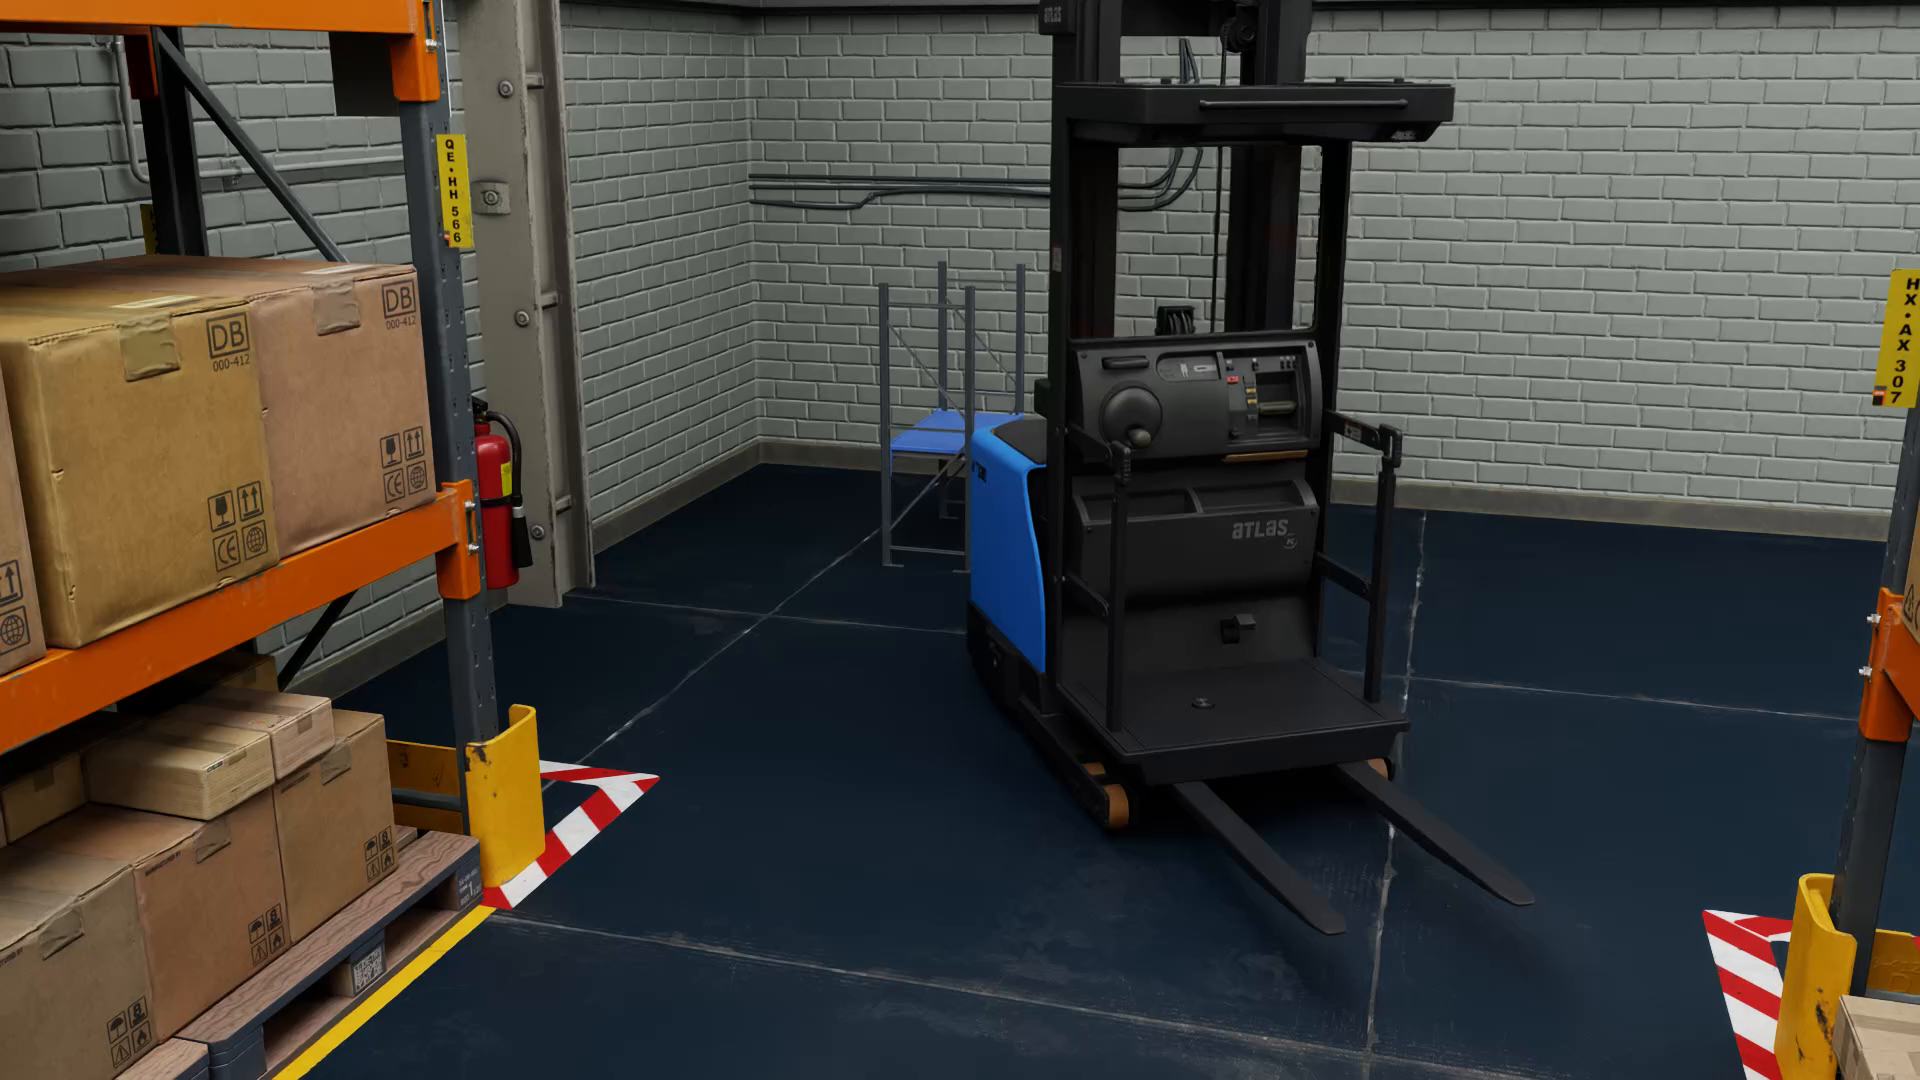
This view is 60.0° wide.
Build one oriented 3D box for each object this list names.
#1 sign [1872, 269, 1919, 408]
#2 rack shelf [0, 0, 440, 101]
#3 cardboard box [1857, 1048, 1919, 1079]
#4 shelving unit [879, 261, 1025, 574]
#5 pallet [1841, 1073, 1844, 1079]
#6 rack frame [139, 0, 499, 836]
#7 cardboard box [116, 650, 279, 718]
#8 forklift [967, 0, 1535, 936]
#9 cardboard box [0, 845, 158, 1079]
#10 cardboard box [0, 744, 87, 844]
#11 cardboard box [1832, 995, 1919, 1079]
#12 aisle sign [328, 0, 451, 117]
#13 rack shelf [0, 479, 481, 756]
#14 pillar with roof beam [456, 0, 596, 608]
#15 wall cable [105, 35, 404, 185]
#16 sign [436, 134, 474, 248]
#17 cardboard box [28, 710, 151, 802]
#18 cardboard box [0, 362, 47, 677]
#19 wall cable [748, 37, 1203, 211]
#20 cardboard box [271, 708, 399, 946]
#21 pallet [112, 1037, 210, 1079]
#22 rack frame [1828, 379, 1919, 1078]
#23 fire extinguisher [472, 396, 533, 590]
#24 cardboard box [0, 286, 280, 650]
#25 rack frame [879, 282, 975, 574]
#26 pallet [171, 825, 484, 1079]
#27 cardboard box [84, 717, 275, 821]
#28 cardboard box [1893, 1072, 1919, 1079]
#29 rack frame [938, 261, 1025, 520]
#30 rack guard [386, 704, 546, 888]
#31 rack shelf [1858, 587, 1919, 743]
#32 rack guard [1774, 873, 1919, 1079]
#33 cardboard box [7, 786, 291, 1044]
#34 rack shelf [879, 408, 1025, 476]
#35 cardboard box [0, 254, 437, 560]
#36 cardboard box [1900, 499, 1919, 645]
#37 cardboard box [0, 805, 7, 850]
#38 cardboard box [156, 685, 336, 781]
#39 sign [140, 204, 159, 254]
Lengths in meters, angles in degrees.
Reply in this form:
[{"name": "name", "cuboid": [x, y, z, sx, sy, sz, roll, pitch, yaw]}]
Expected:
[{"name": "sign", "cuboid": [2.227, -0.474, 3.917, 0.100, 0.325, 0.005, 5, 16, 16]}, {"name": "rack shelf", "cuboid": [-2.572, -0.972, 3.082, 1.077, 0.370, 4.000, 5, 16, 16]}, {"name": "cardboard box", "cuboid": [2.228, 1.284, 3.691, 0.380, 0.166, 0.250, 5, 16, 16]}, {"name": "shelving unit", "cuboid": [-0.024, -0.699, 9.046, 0.538, 1.500, 1.048, 5, 16, 16]}, {"name": "pallet", "cuboid": [2.500, 1.555, 3.462, 1.003, 0.211, 1.213, 5, 16, 16]}, {"name": "rack frame", "cuboid": [-2.003, -0.399, 5.238, 1.000, 3.000, 0.127, 5, 16, 16]}, {"name": "cardboard box", "cuboid": [-2.262, 0.432, 4.930, 0.380, 0.149, 0.250, 5, 17, 16]}, {"name": "forklift", "cuboid": [0.928, -0.518, 5.785, 1.130, 2.935, 3.031, -4, 16, -15]}, {"name": "cardboard box", "cuboid": [-2.391, 1.055, 3.923, 0.700, 0.500, 0.500, 4, 16, 14]}, {"name": "cardboard box", "cuboid": [-2.477, 0.631, 4.232, 0.380, 0.149, 0.250, 5, 17, 16]}, {"name": "cardboard box", "cuboid": [2.299, 1.227, 3.924, 0.380, 0.149, 0.250, 5, 16, 16]}, {"name": "aisle sign", "cuboid": [-1.695, -1.645, 4.867, 0.394, 0.787, 0.004, 5, 16, 16]}, {"name": "rack shelf", "cuboid": [-2.572, 0.471, 3.491, 1.077, 0.370, 4.000, 5, 16, 16]}, {"name": "pillar with roof beam", "cuboid": [2.062, -3.724, 5.969, 9.100, 9.000, 0.400, 5, 16, 16]}, {"name": "wall cable", "cuboid": [-2.546, -1.296, 6.539, 0.084, 1.984, 1.851, 5, 16, 16]}, {"name": "sign", "cuboid": [-1.487, -1.024, 4.886, 0.100, 0.325, 0.005, 5, 16, 16]}, {"name": "cardboard box", "cuboid": [-2.406, 0.565, 4.463, 0.380, 0.149, 0.250, 5, 16, 16]}, {"name": "cardboard box", "cuboid": [-2.560, -0.019, 3.349, 0.980, 0.700, 0.700, 4, 16, 13]}, {"name": "wall cable", "cuboid": [-0.053, -3.243, 9.962, 3.097, 2.526, 0.112, 5, 16, 16]}, {"name": "cardboard box", "cuboid": [-2.106, 0.793, 4.849, 0.700, 0.500, 0.500, 5, 16, 16]}, {"name": "pallet", "cuboid": [-2.504, 1.476, 3.738, 1.003, 0.211, 1.213, 5, 16, 16]}, {"name": "rack frame", "cuboid": [2.747, -0.015, 3.887, 1.000, 3.000, 0.127, 5, 16, 16]}, {"name": "fire extinguisher", "cuboid": [-1.518, -0.186, 5.312, 0.296, 0.674, 0.183, 5, 16, 16]}, {"name": "cardboard box", "cuboid": [-2.335, -0.218, 4.050, 0.980, 0.700, 0.700, 4, 16, 15]}, {"name": "rack frame", "cuboid": [-0.169, -0.566, 8.577, 0.500, 1.500, 0.032, 5, 16, 16]}, {"name": "pallet", "cuboid": [-2.155, 1.158, 4.859, 1.003, 0.211, 1.213, 5, 16, 16]}, {"name": "cardboard box", "cuboid": [-2.040, 0.595, 4.356, 0.380, 0.149, 0.250, 5, 17, 17]}, {"name": "cardboard box", "cuboid": [2.179, 1.347, 3.317, 0.500, 0.250, 0.500, 5, 16, 16]}, {"name": "rack frame", "cuboid": [0.120, -0.832, 9.515, 0.500, 1.500, 0.032, 5, 16, 16]}, {"name": "rack guard", "cuboid": [-1.996, 0.798, 5.601, 1.175, 0.500, 0.348, 5, 16, 16]}, {"name": "rack shelf", "cuboid": [2.179, 0.854, 2.140, 1.077, 0.370, 4.000, 5, 16, 16]}, {"name": "rack guard", "cuboid": [2.726, 1.207, 4.158, 1.175, 0.500, 0.348, 5, 16, 16]}, {"name": "cardboard box", "cuboid": [-2.248, 0.924, 4.387, 0.700, 0.500, 0.500, 5, 16, 16]}, {"name": "rack shelf", "cuboid": [-0.024, -0.526, 9.095, 0.538, 0.185, 1.000, 5, 16, 16]}, {"name": "cardboard box", "cuboid": [-2.139, -0.409, 4.724, 0.980, 0.700, 0.700, 5, 17, 18]}, {"name": "cardboard box", "cuboid": [2.368, 0.032, 3.536, 0.500, 0.500, 0.500, 5, 17, 17]}, {"name": "cardboard box", "cuboid": [-2.549, 0.697, 3.997, 0.380, 0.149, 0.250, 5, 17, 17]}, {"name": "cardboard box", "cuboid": [-1.968, 0.528, 4.592, 0.380, 0.149, 0.250, 4, 16, 15]}, {"name": "sign", "cuboid": [-2.534, -0.898, 5.266, 0.100, 0.325, 0.005, 5, 16, 16]}]
